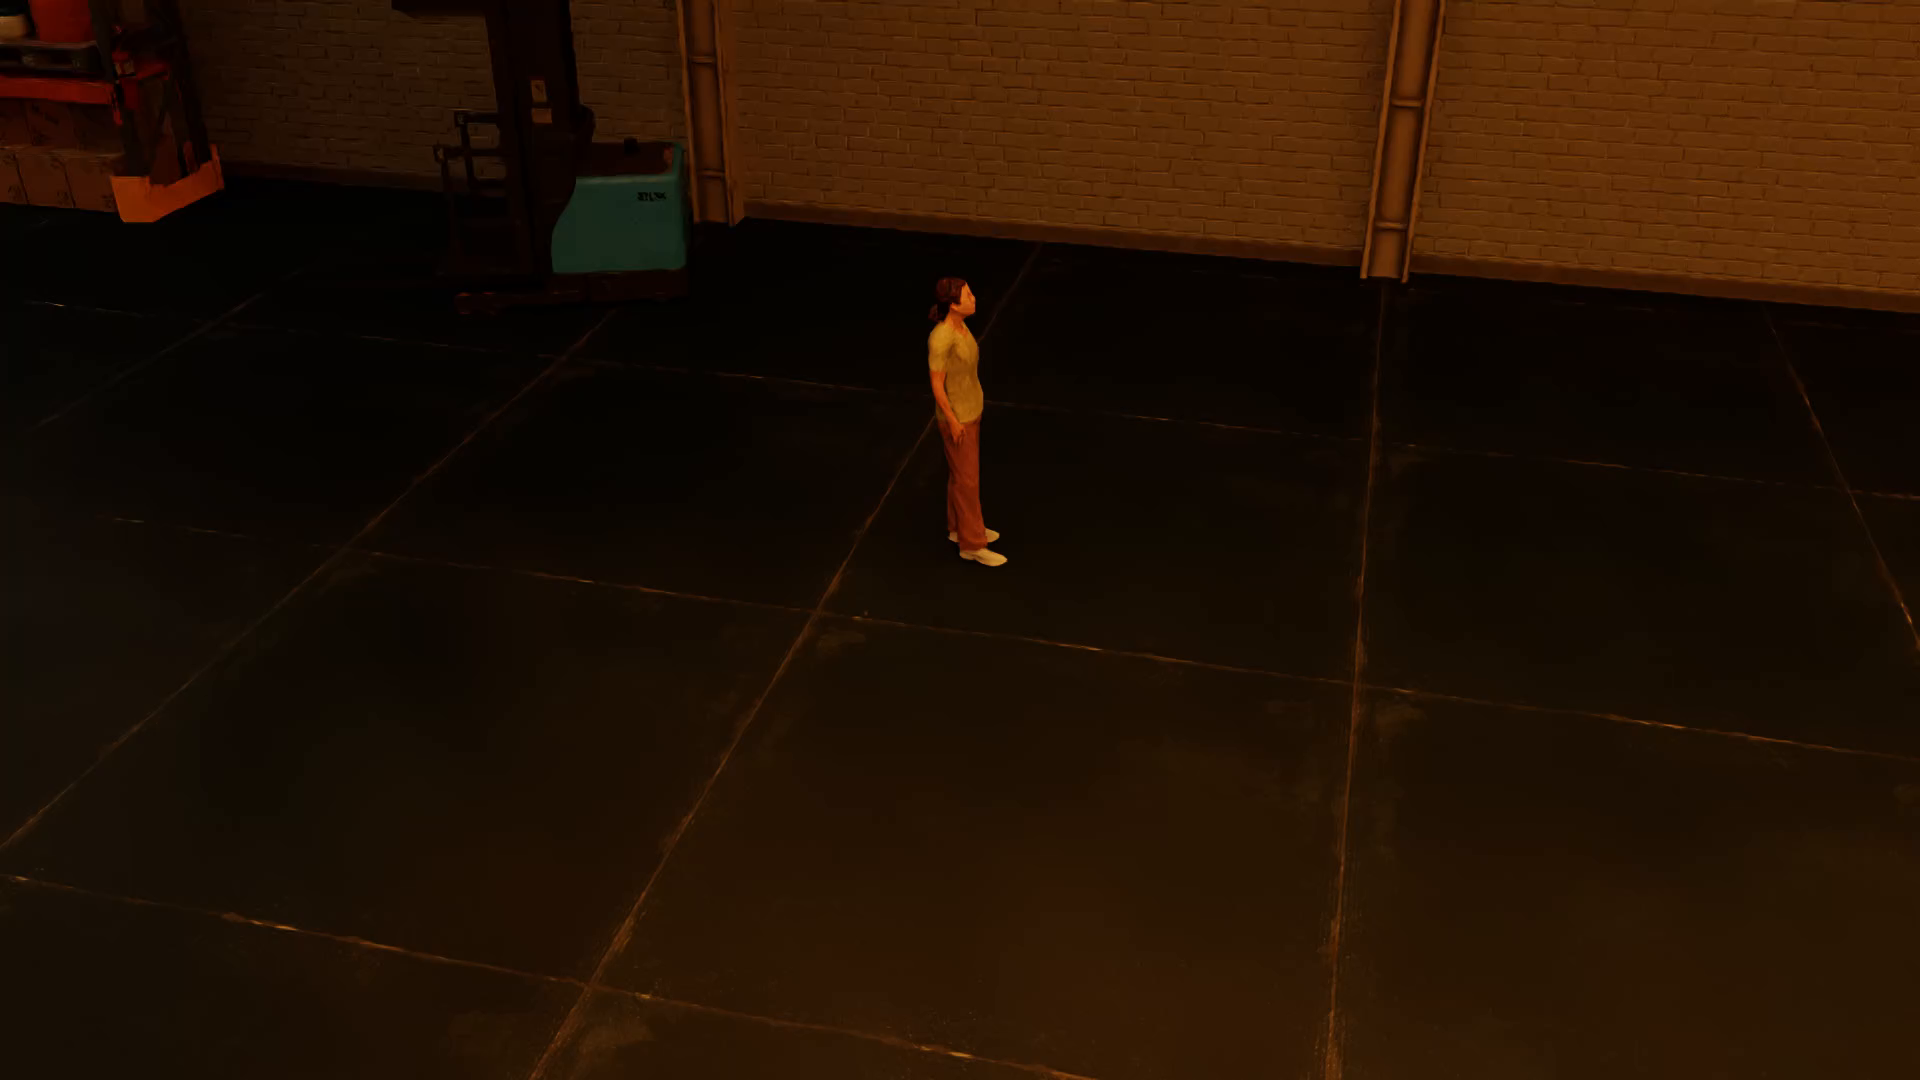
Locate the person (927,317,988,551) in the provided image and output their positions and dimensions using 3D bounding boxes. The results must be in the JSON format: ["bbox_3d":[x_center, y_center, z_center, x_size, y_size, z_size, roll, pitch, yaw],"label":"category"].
[{"bbox_3d":[0.026,-0.650,9.760,0.395,1.362,0.521,7,30,12],"label":"person"}]

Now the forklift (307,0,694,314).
[{"bbox_3d":[-3.750,-3.361,13.103,3.031,2.935,1.130,-3,30,-5],"label":"forklift"}]
